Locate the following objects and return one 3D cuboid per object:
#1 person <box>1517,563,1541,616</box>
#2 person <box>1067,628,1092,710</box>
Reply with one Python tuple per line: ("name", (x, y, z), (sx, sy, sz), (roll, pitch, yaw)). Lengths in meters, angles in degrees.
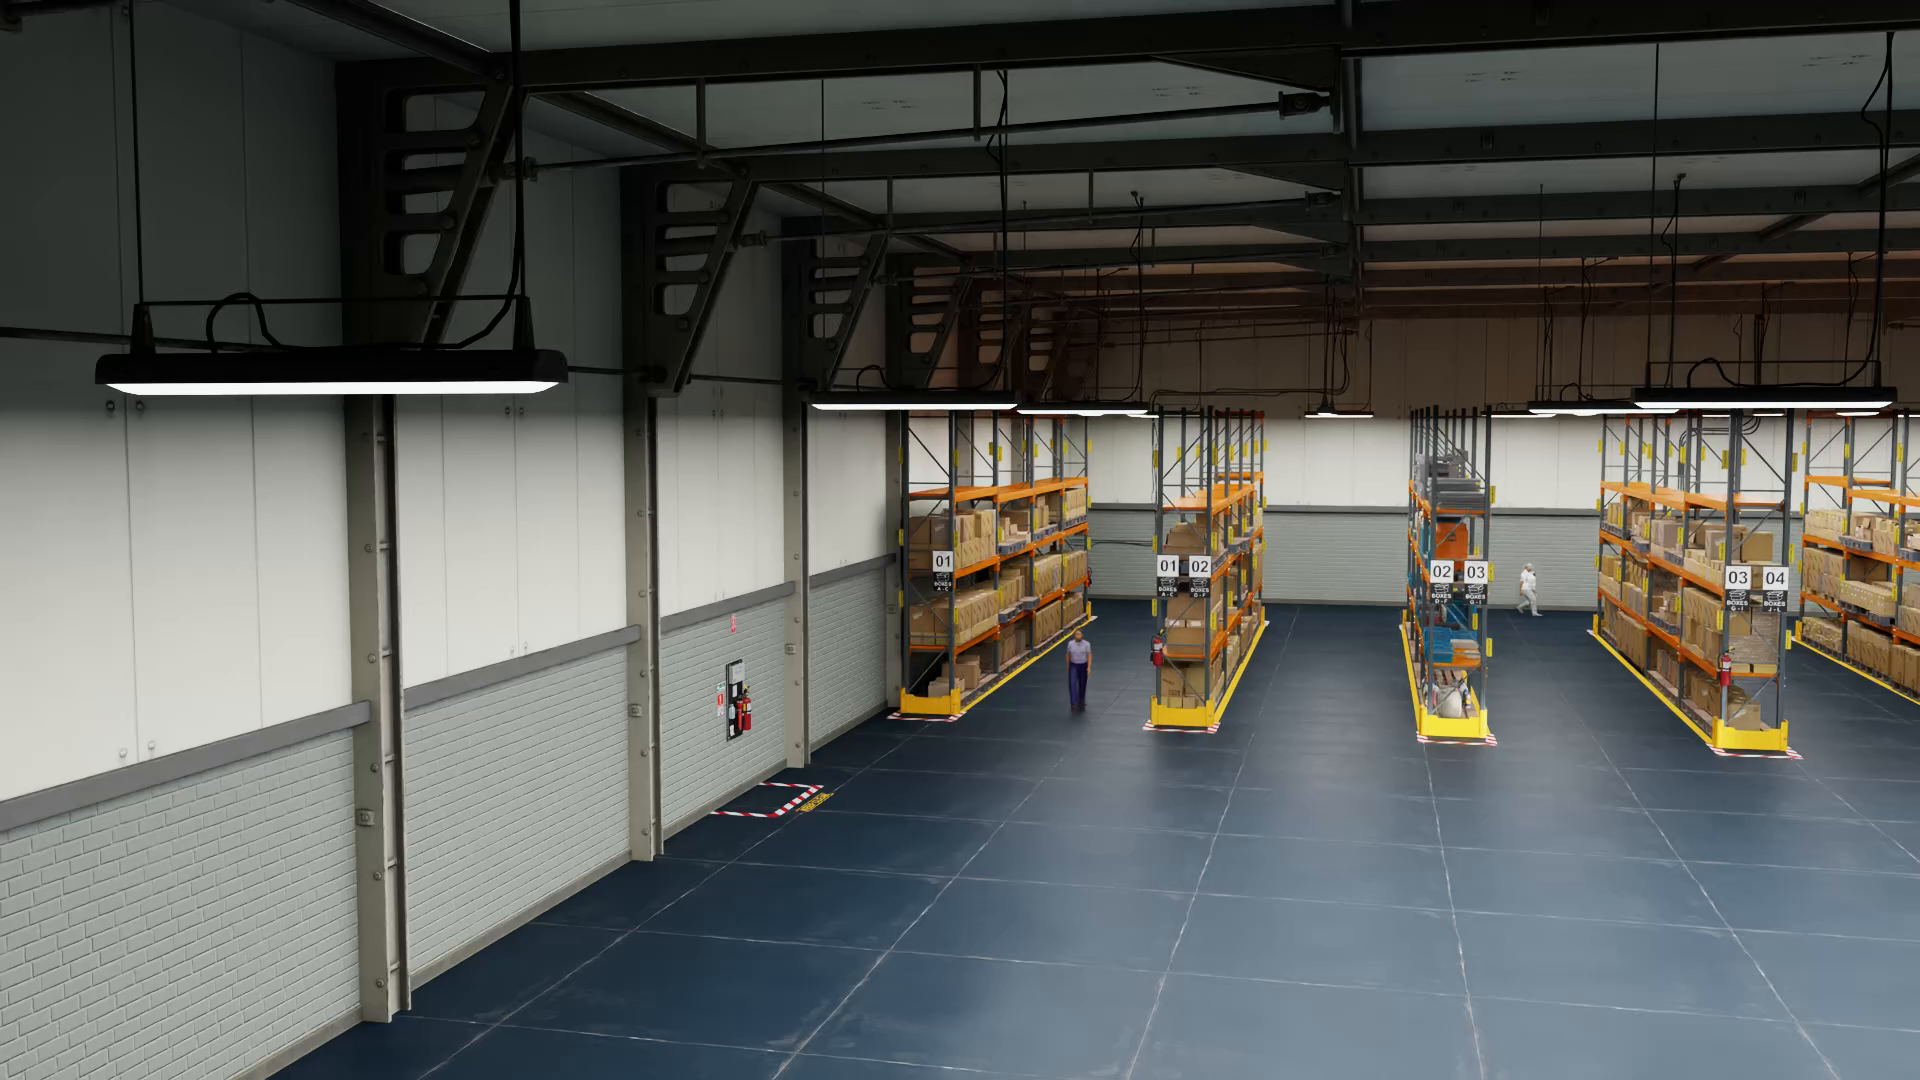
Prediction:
("person", (16.722, 1.434, 48.896), (0.469, 1.546, 0.957), (-3, 5, -32))
("person", (2.363, 2.543, 32.911), (0.498, 1.592, 1.004), (0, 4, 2))
